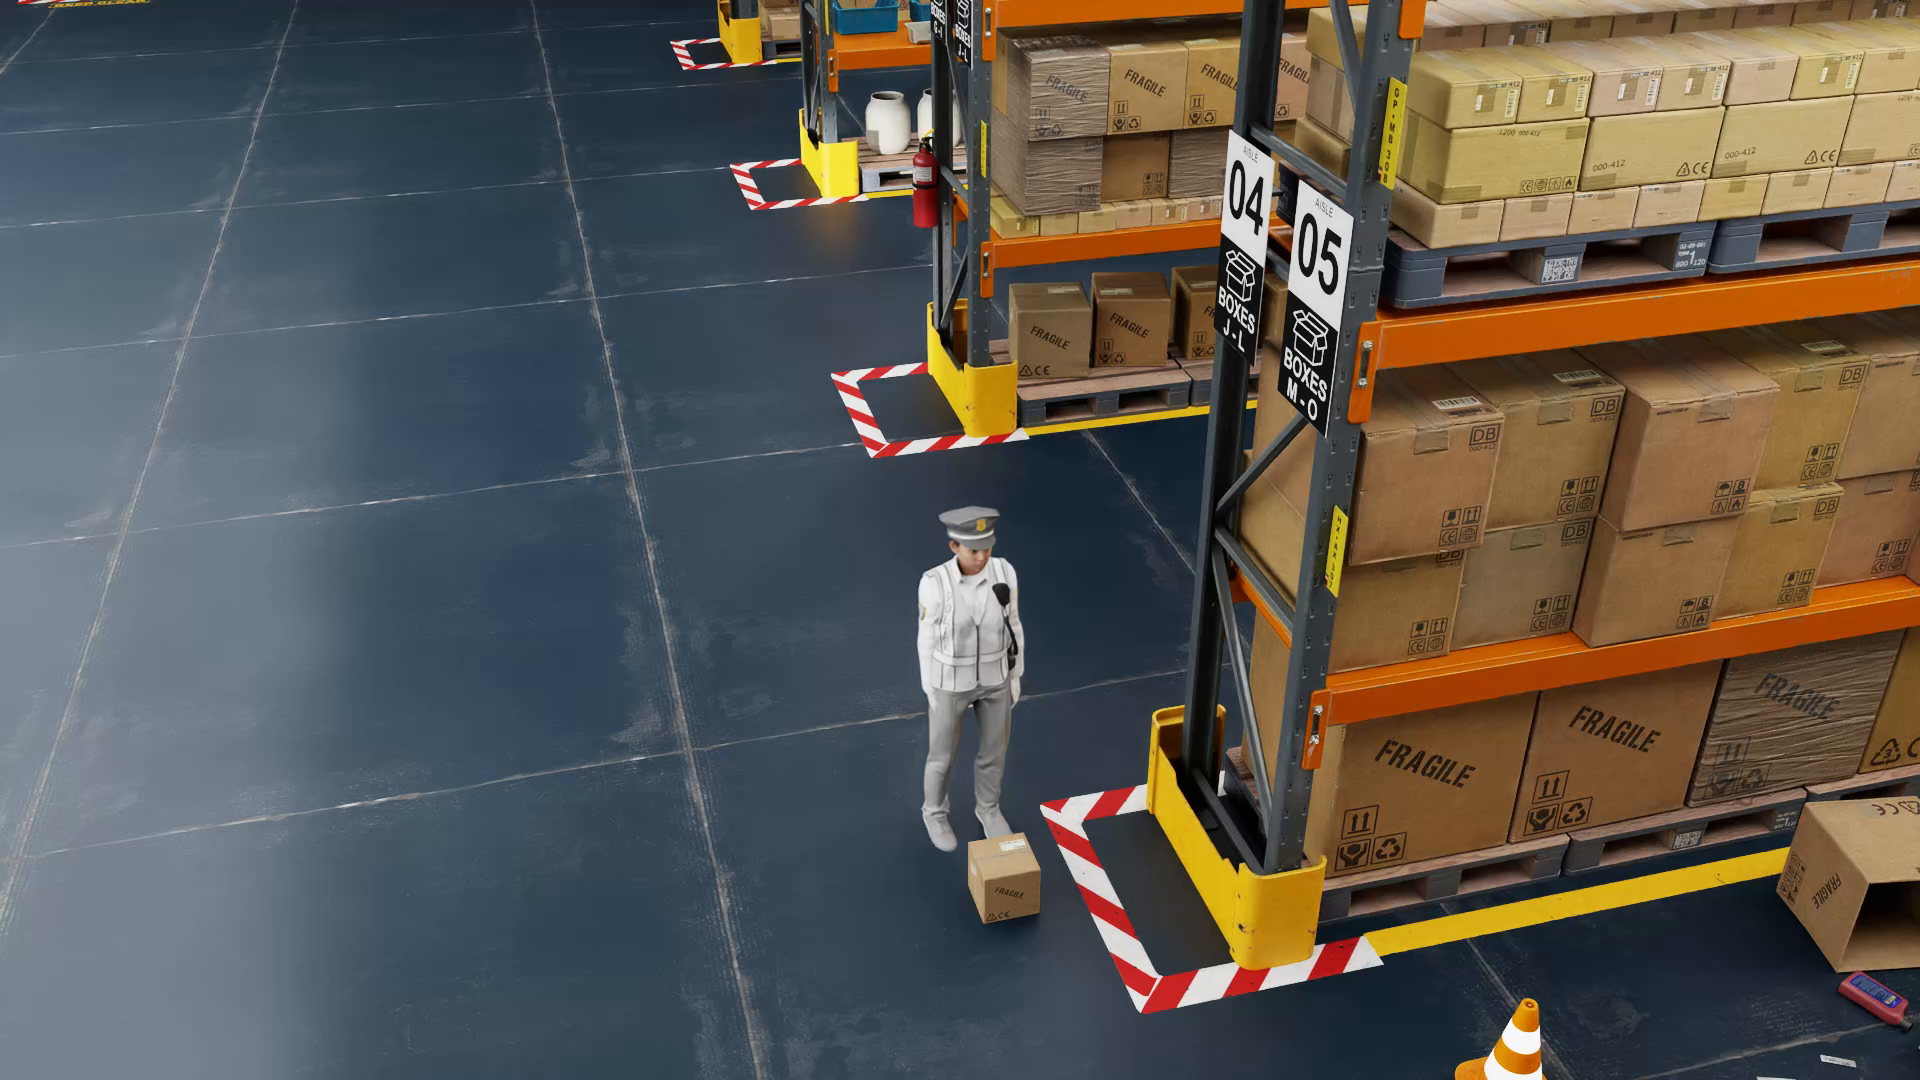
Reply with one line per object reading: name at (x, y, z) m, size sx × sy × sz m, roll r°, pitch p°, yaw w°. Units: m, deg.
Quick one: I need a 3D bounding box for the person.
person at (0.060, 0.619, 7.185) m, size 0.467 × 1.677 × 0.329 m, roll -9°, pitch 32°, yaw -15°
